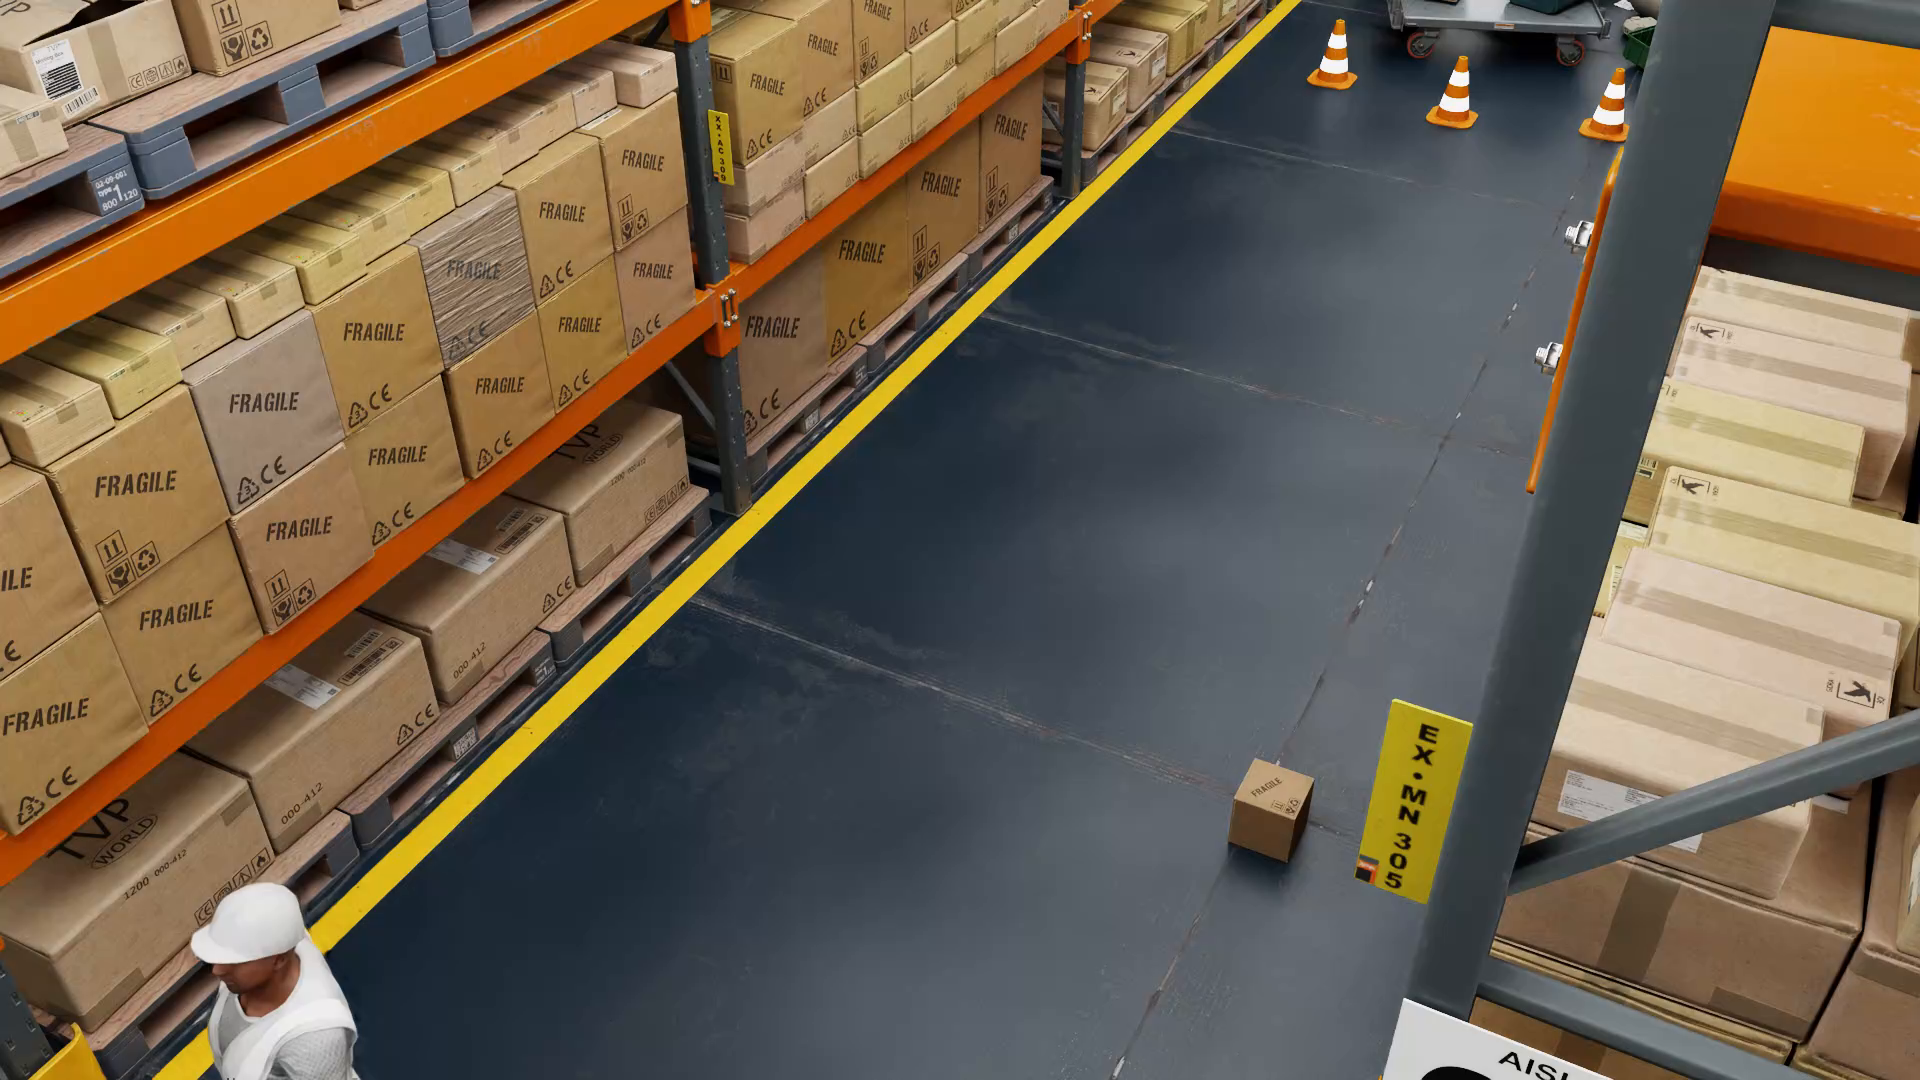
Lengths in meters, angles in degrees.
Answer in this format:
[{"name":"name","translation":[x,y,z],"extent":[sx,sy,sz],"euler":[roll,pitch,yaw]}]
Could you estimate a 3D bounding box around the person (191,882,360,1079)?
[{"name":"person","translation":[-1.851,1.632,4.623],"extent":[1.018,1.744,0.600],"euler":[-26,45,-30]}]
